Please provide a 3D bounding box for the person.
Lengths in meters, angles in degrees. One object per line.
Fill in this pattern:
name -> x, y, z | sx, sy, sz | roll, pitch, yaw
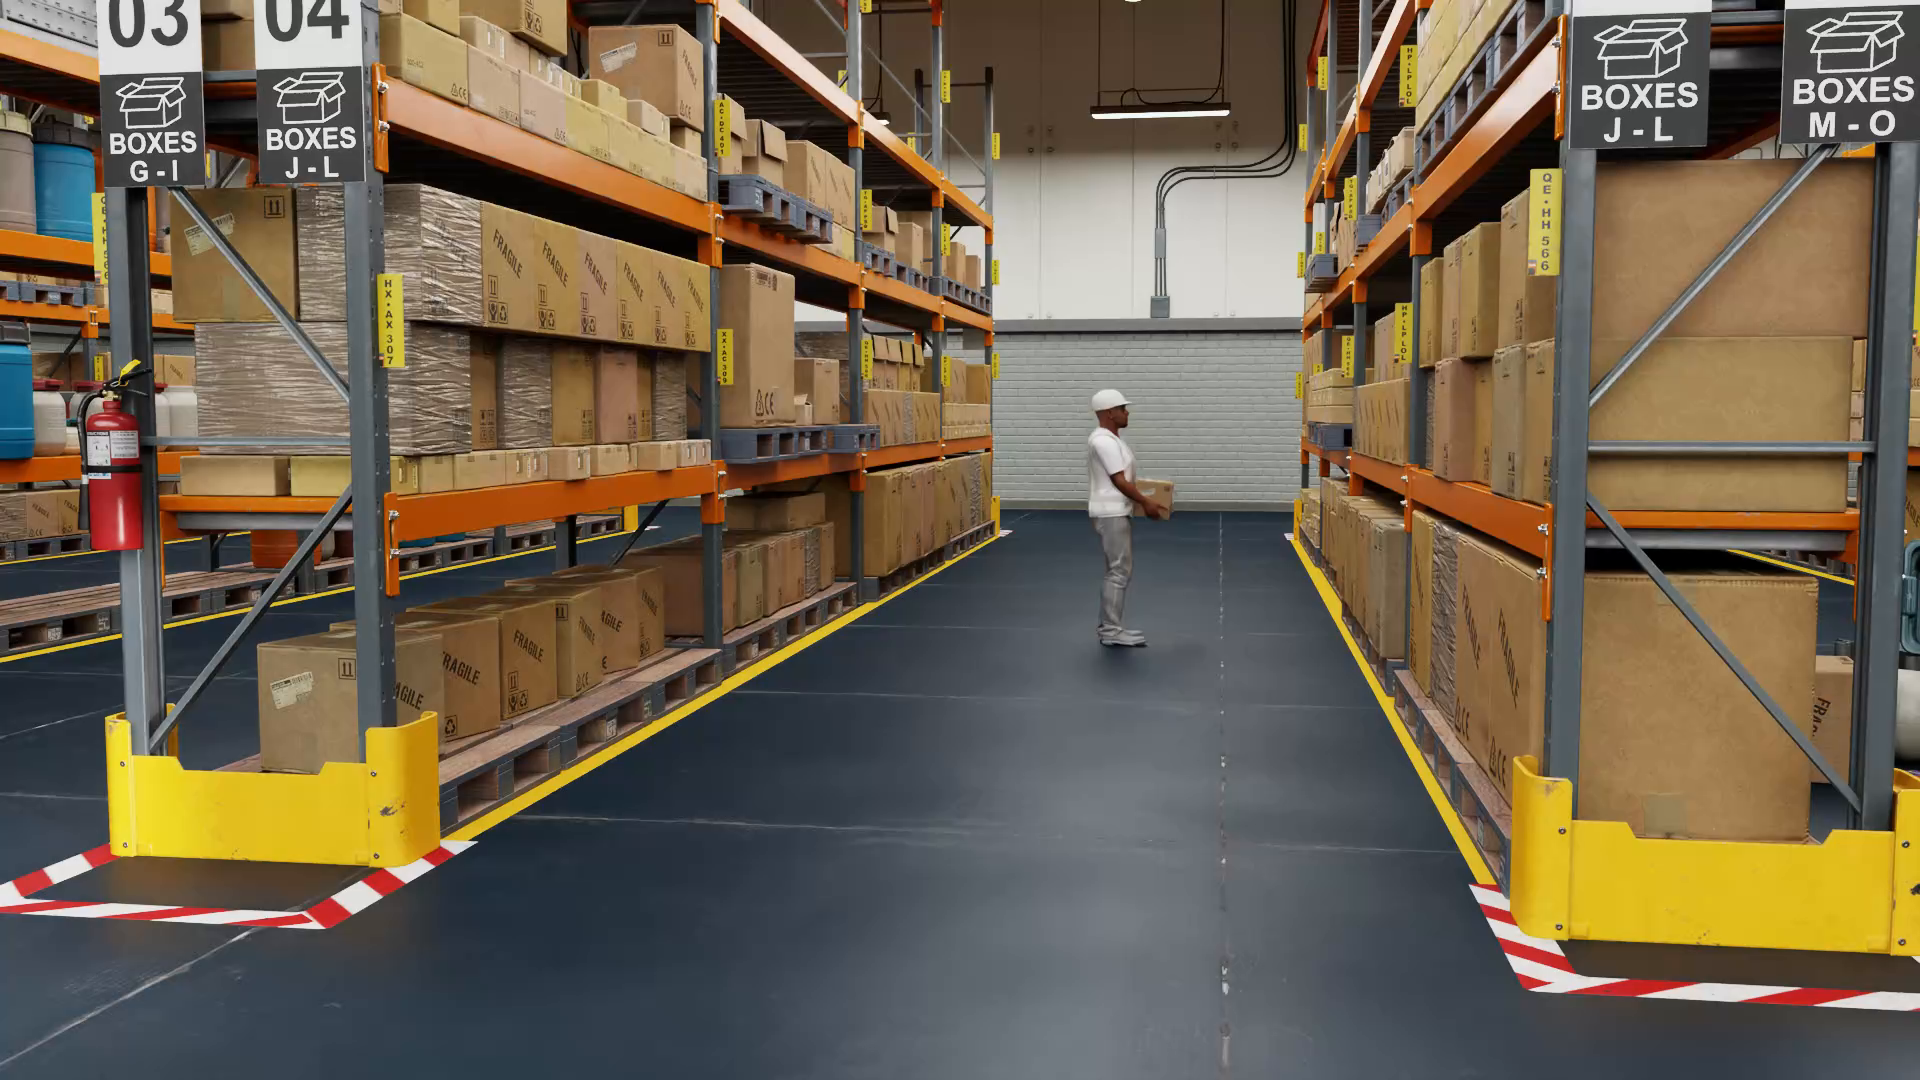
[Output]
person -> 1.164, -0.162, 11.575 | 0.567, 1.769, 0.528 | 1, 4, 8
